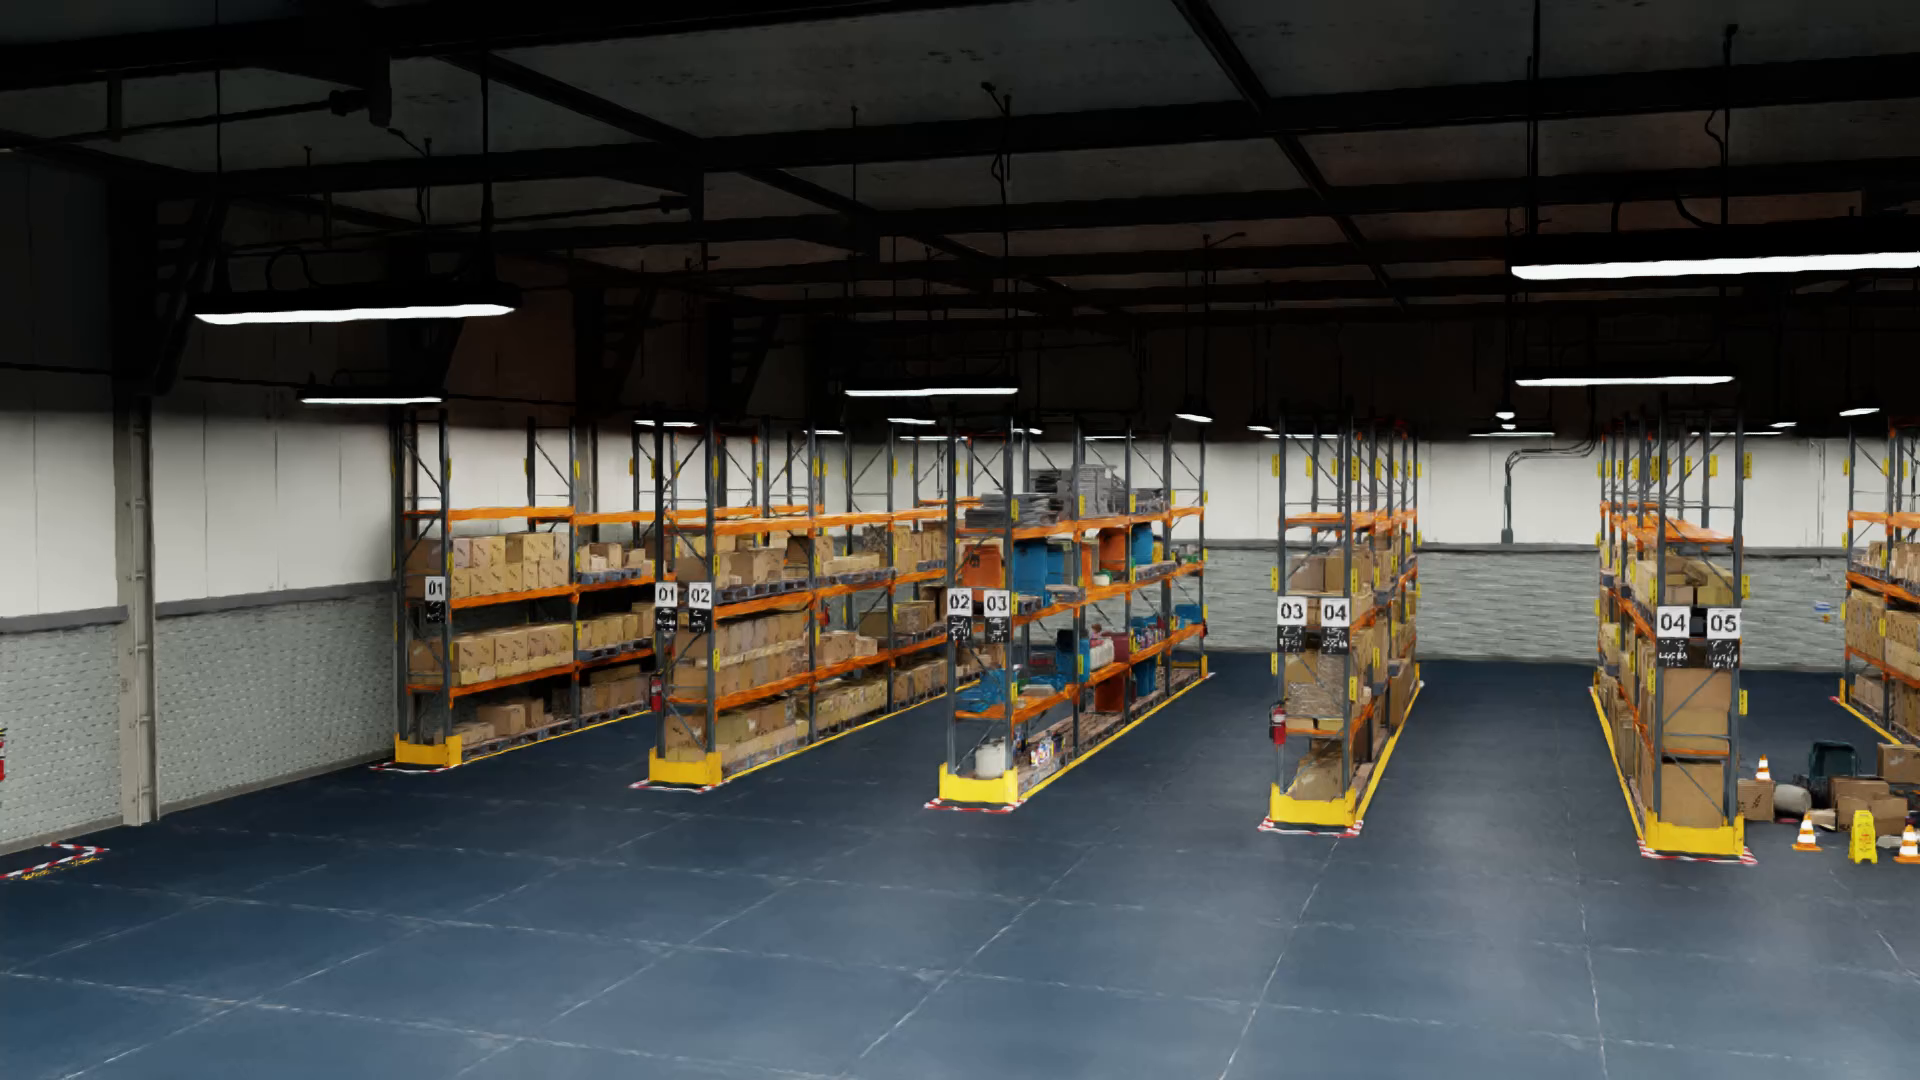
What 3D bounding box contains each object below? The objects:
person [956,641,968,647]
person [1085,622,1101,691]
[{"bbox_3d":[0.087,2.187,45.131,0.583,1.772,0.574,-1,3,-16],"label":"person"},{"bbox_3d":[3.146,2.615,37.443,0.424,1.553,0.857,2,3,39],"label":"person"}]
